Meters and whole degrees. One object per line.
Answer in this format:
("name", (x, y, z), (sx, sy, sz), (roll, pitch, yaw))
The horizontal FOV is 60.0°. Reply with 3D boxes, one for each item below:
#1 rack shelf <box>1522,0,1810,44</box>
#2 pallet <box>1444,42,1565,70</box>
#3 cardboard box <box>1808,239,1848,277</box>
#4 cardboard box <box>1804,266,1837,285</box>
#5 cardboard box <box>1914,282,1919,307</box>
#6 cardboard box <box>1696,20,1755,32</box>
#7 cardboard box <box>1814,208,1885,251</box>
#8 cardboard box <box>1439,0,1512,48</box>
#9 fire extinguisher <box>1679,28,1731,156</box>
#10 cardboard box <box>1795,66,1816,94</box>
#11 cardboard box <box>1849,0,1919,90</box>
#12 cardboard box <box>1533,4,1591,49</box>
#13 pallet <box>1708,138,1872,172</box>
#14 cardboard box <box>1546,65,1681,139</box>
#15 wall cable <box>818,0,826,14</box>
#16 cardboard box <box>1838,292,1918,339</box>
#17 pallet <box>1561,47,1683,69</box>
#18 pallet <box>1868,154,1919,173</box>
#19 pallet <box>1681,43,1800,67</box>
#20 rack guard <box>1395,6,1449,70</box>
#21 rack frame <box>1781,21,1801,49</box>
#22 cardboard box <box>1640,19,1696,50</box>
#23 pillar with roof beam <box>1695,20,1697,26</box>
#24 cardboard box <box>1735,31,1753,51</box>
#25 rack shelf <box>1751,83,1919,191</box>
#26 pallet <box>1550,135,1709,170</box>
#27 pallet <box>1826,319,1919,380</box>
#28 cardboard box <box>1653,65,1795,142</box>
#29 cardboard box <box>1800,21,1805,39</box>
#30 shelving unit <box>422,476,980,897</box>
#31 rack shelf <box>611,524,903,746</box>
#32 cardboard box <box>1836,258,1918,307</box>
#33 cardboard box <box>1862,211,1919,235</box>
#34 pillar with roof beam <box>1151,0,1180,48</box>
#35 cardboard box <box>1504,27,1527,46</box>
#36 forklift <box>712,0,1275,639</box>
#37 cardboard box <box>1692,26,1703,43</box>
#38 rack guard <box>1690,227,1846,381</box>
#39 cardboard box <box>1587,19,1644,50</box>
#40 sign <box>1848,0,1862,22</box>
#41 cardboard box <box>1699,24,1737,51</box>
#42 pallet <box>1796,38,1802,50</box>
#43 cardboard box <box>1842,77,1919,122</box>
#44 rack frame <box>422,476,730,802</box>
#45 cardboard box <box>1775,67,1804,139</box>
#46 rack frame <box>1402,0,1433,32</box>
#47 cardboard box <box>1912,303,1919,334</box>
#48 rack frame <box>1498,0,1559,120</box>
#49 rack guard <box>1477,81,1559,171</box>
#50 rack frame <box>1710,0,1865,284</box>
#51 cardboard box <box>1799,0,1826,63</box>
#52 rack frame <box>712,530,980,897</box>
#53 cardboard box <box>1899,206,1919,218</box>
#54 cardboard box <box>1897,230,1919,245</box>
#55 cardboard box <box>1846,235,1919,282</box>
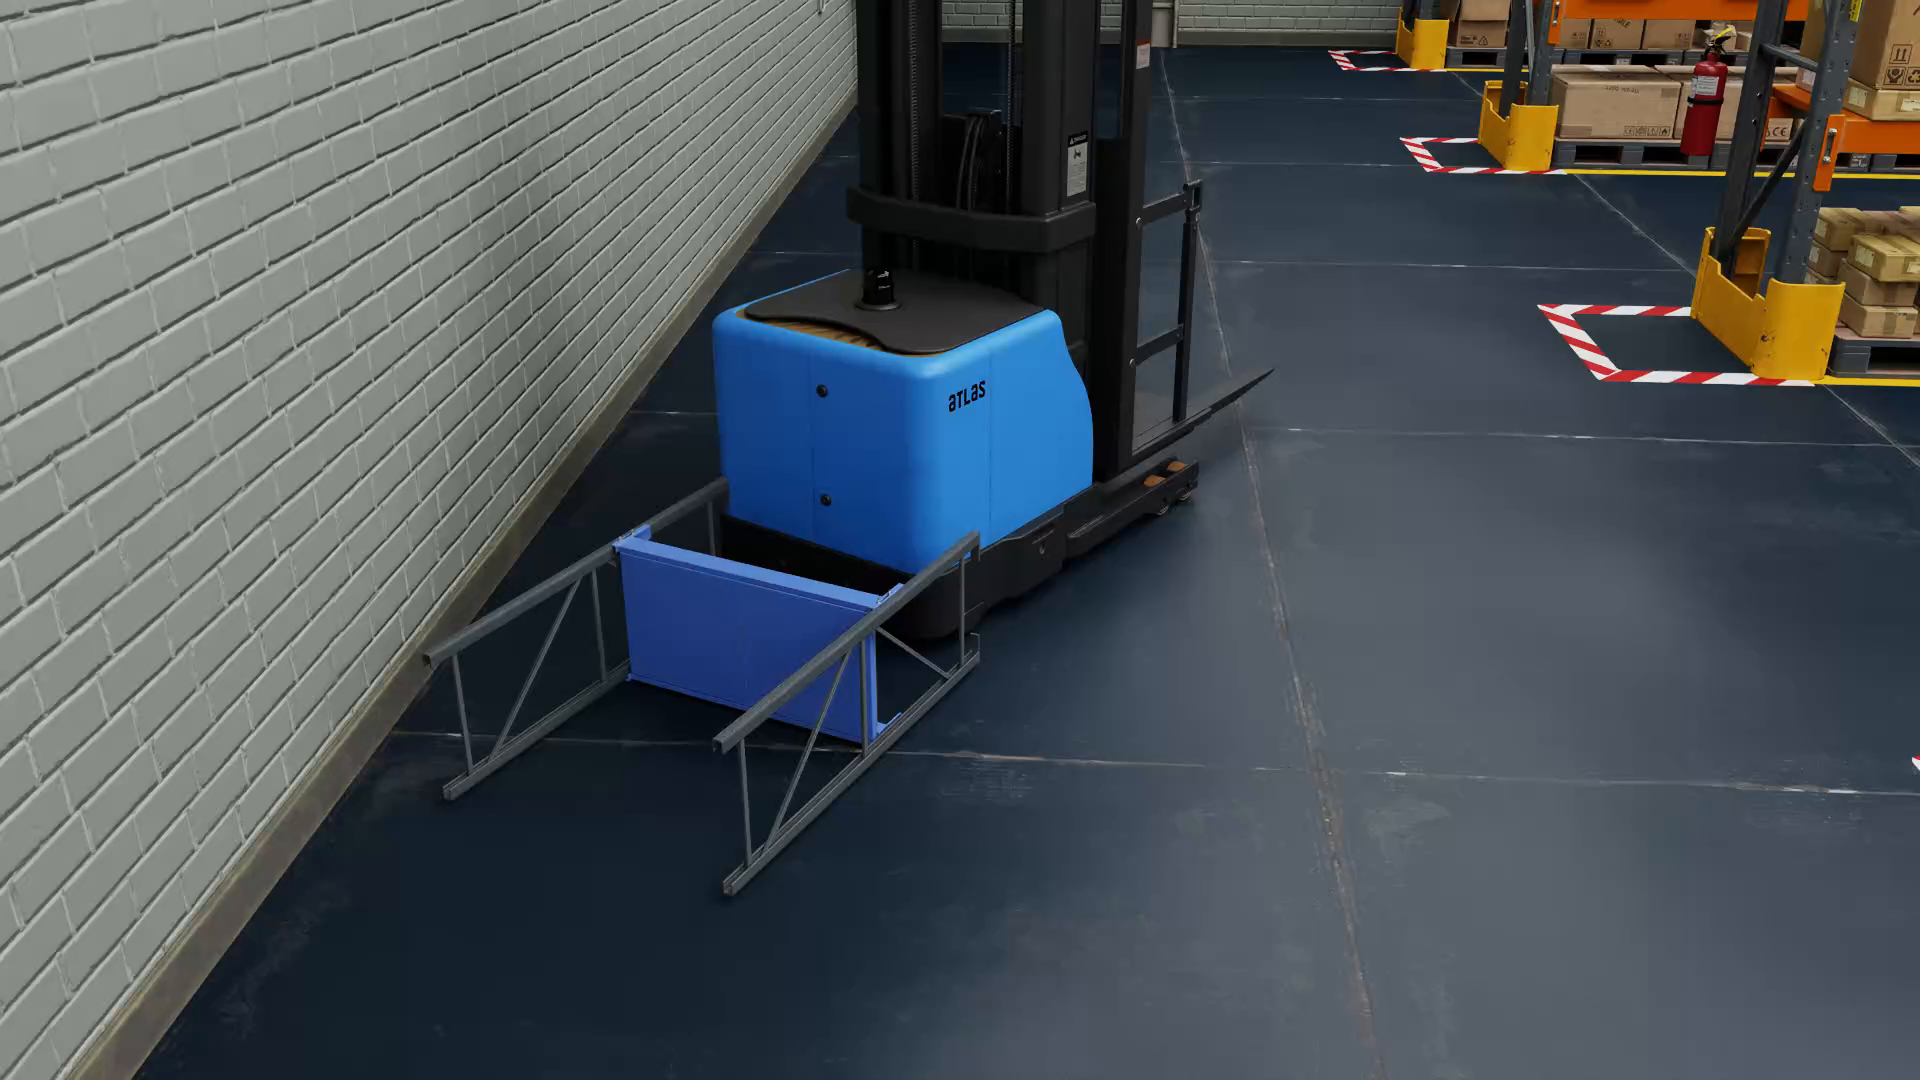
("rack shelf", (6.520, -4.106, 12.945), (4.000, 0.370, 1.077), (2, 25, 4))
("pallet", (5.773, -5.271, 17.953), (1.213, 0.211, 1.003), (2, 25, 4))
("cardboard box", (4.796, -1.563, 9.111), (0.250, 0.149, 0.380), (1, 25, 3))
("cardboard box", (4.789, -1.396, 9.103), (0.250, 0.149, 0.380), (2, 25, 5))
("cardboard box", (5.019, -1.305, 8.550), (0.250, 0.149, 0.380), (2, 25, 4))
("cardboard box", (8.250, -5.526, 17.886), (0.500, 0.311, 0.500), (3, 25, 6))
("cardboard box", (4.795, -1.685, 9.019), (0.250, 0.149, 0.380), (2, 25, 5))
("cardboard box", (5.505, -5.563, 17.735), (0.637, 0.503, 0.797), (1, 25, 2))
("fire extinguisher", (4.032, -2.426, 8.973), (0.183, 0.674, 0.296), (2, 25, 4))
("cardboard box", (4.595, -2.423, 8.729), (0.250, 0.149, 0.380), (2, 25, 4))
("cardboard box", (4.674, -2.481, 8.078), (0.500, 0.500, 0.500), (3, 25, 6))
("cardboard box", (6.354, -5.518, 17.641), (0.500, 0.500, 0.700), (3, 25, 6))
("pallet", (6.542, -3.197, 13.444), (1.213, 0.211, 1.003), (2, 25, 4))
("cardboard box", (5.192, -3.544, 13.426), (0.875, 0.438, 0.875), (1, 25, 2))
("wall cable", (-1.098, -5.143, 13.086), (0.123, 1.953, 0.585), (2, 25, 4))
("cardboard box", (4.746, -1.176, 8.625), (0.250, 0.149, 0.380), (2, 25, 5))
("pallet", (6.986, -5.231, 17.866), (1.213, 0.211, 1.003), (2, 25, 4))
("pallet", (7.762, -3.159, 13.362), (1.213, 0.211, 1.003), (2, 25, 4))
("pallet", (8.206, -5.193, 17.783), (1.213, 0.211, 1.003), (2, 25, 4))
("rack guard", (4.978, -5.427, 17.947), (0.348, 0.500, 1.175), (2, 25, 4))
("rack frame", (8.891, -6.437, 17.152), (0.127, 3.000, 1.000), (2, 25, 4))
("cardboard box", (7.389, -5.485, 17.569), (0.500, 0.500, 0.700), (1, 25, 2))
("pillar with roof beam", (7.936, -7.766, 12.863), (0.400, 9.000, 9.100), (2, 25, 4))
("cardboard box", (8.313, -5.228, 17.432), (0.250, 0.149, 0.380), (1, 25, 2))
("rack shelf", (6.242, -2.039, 8.454), (4.000, 0.370, 1.077), (2, 25, 4))
("pallet", (5.329, -3.237, 13.532), (1.213, 0.211, 1.003), (2, 25, 4))
("pallet", (5.131, -1.120, 8.932), (1.213, 0.211, 1.003), (2, 25, 4))
("cardboard box", (6.105, -3.518, 13.370), (0.875, 0.438, 0.875), (2, 25, 5))
("cardboard box", (9.403, -5.600, 17.820), (0.500, 0.500, 0.500), (2, 25, 4))
("shelving unit", (-0.744, 0.376, 5.288), (1.048, 0.538, 1.500), (12, 27, 25))
("rack shelf", (-0.661, 0.310, 5.433), (1.000, 0.538, 0.185), (12, 27, 25))
("cardboard box", (4.751, -1.337, 8.620), (0.250, 0.149, 0.380), (3, 25, 6))
("cardboard box", (5.041, -1.653, 8.950), (0.250, 0.149, 0.380), (2, 25, 5))
("pillar with roof beam", (1.953, -7.958, 13.280), (0.400, 9.000, 9.100), (2, 25, 4))
("cardboard box", (5.926, -5.372, 17.745), (0.250, 0.149, 0.380), (1, 25, 2))
("forklift", (0.366, -1.542, 6.595), (1.130, 2.935, 3.031), (17, 30, 32))
("cardboard box", (7.818, -5.467, 17.950), (0.250, 0.149, 0.380), (2, 25, 3))
("rack guard", (4.324, -1.292, 8.960), (0.348, 0.500, 1.175), (2, 25, 4))
("cardboard box", (6.874, -5.459, 17.514), (0.500, 0.500, 0.500), (2, 25, 5))
("sign", (4.206, -2.597, 7.770), (0.005, 0.325, 0.100), (2, 25, 4))
("cardboard box", (7.957, -5.293, 17.433), (0.258, 0.266, 0.396), (3, 25, 6))
("pallet", (9.704, -5.160, 17.712), (1.213, 0.211, 1.003), (2, 25, 4))
("cardboard box", (4.546, -2.169, 8.176), (0.250, 0.149, 0.380), (2, 25, 4))
("rack frame", (-1.195, 0.278, 5.501), (0.032, 0.500, 1.500), (12, 27, 25))
("cardboard box", (7.004, -3.489, 13.306), (0.875, 0.438, 0.875), (1, 25, 2))
("rack frame", (4.902, -6.565, 17.430), (0.127, 3.000, 1.000), (2, 25, 4))
("cardboard box", (5.013, -1.201, 8.681), (0.250, 0.149, 0.380), (2, 25, 4))
("rack frame", (4.526, -4.496, 12.934), (0.127, 3.000, 1.000), (2, 25, 4))
("rack guard", (4.502, -3.362, 13.458), (0.348, 0.500, 1.175), (2, 25, 4))
("rack frame", (4.248, -2.430, 8.443), (0.127, 3.000, 1.000), (2, 25, 4))
("cardboard box", (4.716, -2.704, 8.562), (0.500, 0.500, 0.500), (2, 25, 5))
("rack frame", (-0.293, 0.474, 5.075), (0.032, 0.500, 1.500), (12, 27, 25))
("cardboard box", (5.309, -1.697, 9.047), (0.250, 0.149, 0.380), (1, 25, 3))
("cardboard box", (5.028, -1.479, 8.572), (0.250, 0.149, 0.380), (2, 25, 5))
("cardboard box", (4.744, -1.438, 8.482), (0.250, 0.149, 0.380), (1, 25, 2))
